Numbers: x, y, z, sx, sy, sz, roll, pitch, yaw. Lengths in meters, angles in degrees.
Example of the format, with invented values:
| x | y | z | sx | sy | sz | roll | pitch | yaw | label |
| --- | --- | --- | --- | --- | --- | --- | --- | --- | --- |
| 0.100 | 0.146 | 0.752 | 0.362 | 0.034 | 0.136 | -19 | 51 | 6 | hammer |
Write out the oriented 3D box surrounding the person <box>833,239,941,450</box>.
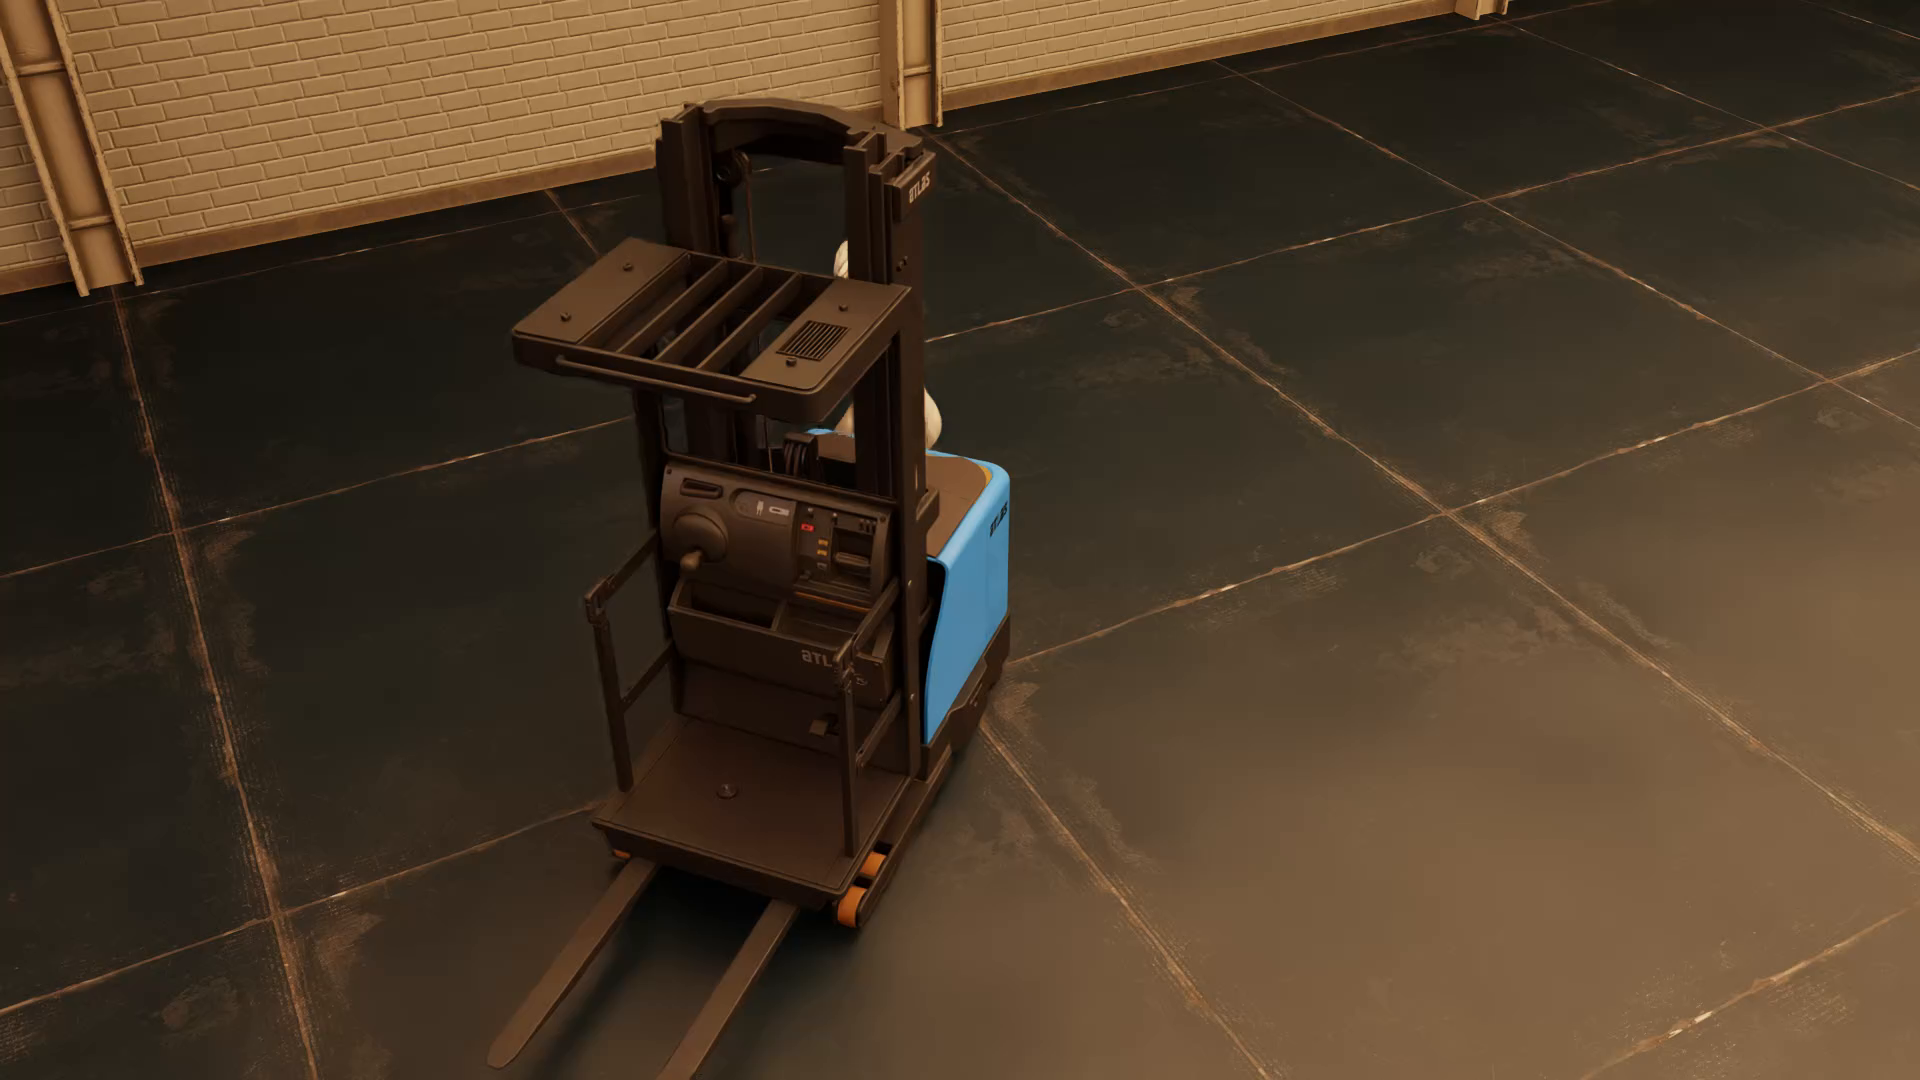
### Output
| x | y | z | sx | sy | sz | roll | pitch | yaw | label |
| --- | --- | --- | --- | --- | --- | --- | --- | --- | --- |
| -0.423 | -1.001 | 8.696 | 0.638 | 1.640 | 0.961 | -1 | 35 | -1 | person |

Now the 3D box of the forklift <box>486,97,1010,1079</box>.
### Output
| x | y | z | sx | sy | sz | roll | pitch | yaw | label |
| --- | --- | --- | --- | --- | --- | --- | --- | --- | --- |
| -0.775 | 0.046 | 6.058 | 1.130 | 2.935 | 3.031 | 13 | 37 | 17 | forklift |
